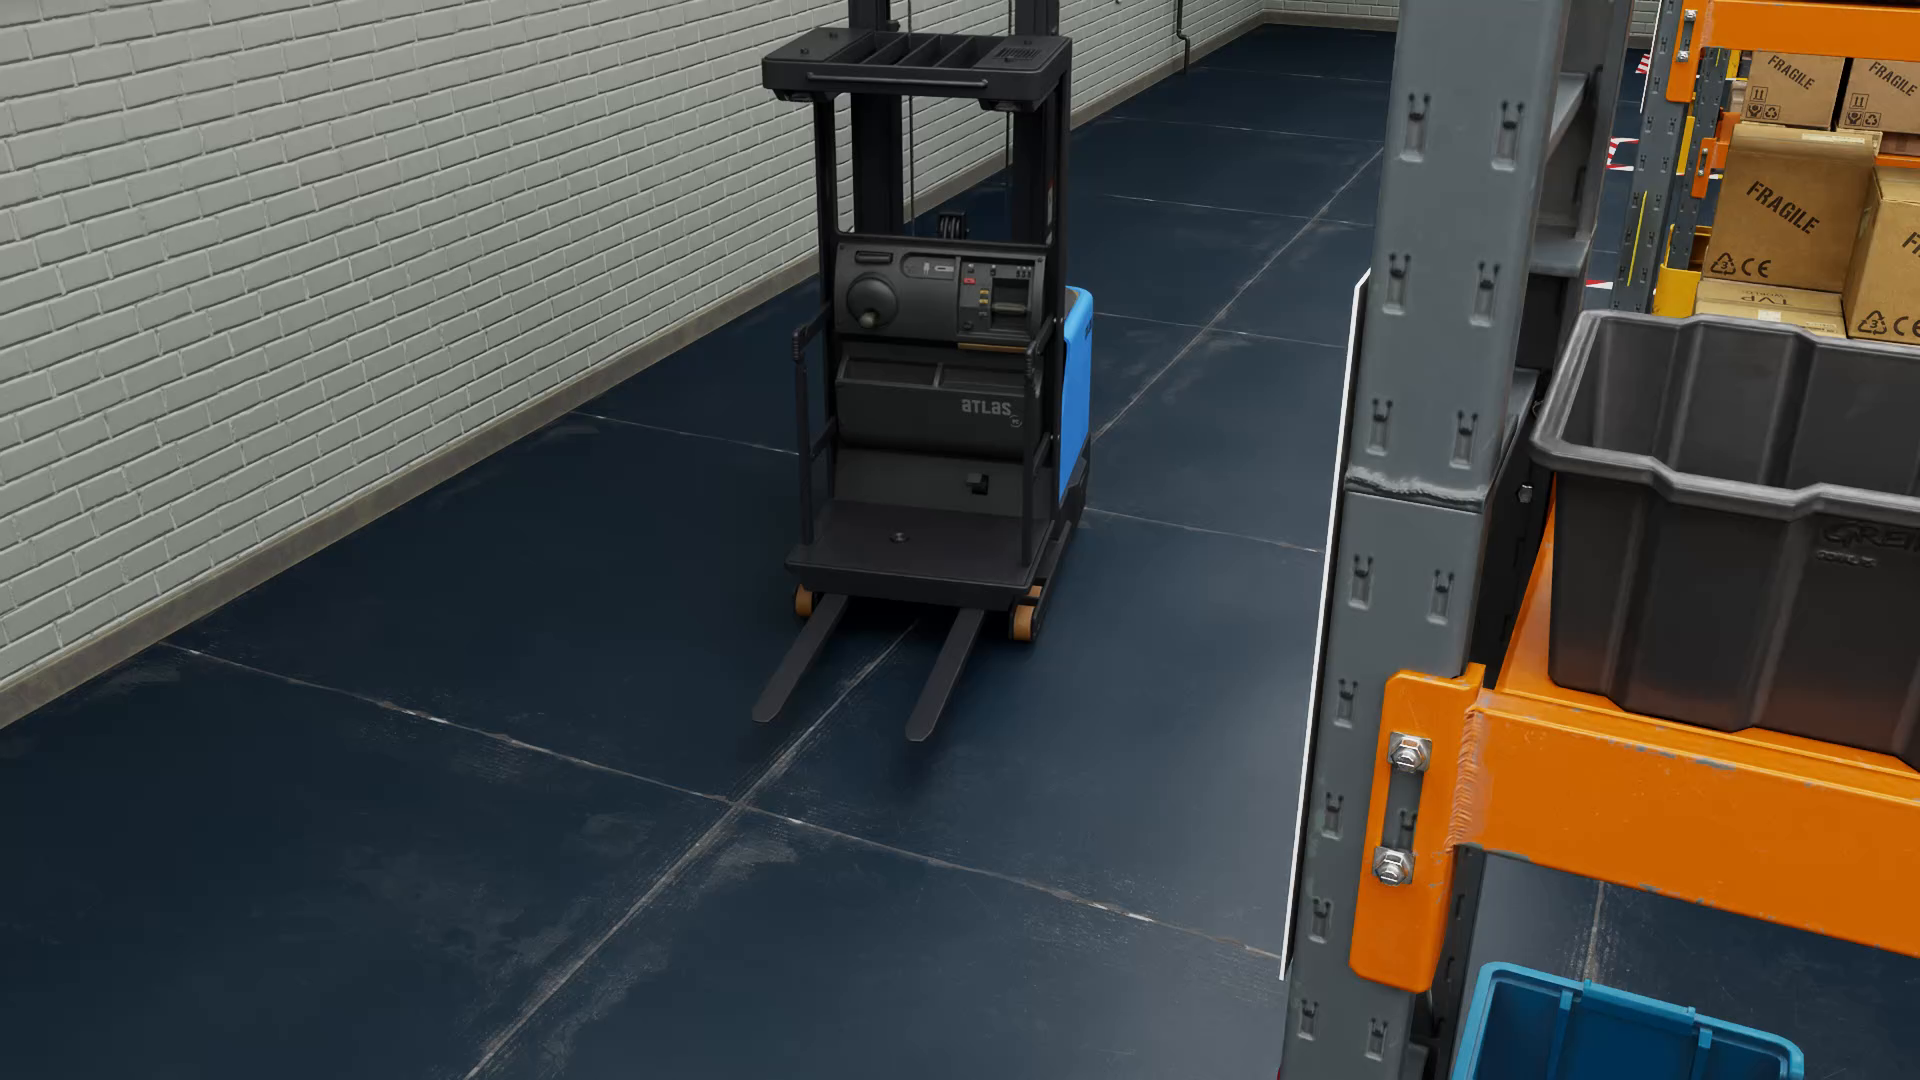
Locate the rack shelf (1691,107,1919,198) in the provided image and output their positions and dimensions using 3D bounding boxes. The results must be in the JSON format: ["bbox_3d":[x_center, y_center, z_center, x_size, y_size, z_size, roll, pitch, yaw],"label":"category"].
[{"bbox_3d":[6.638,-2.169,10.074,4.000,0.370,1.077,11,28,22],"label":"rack shelf"}]

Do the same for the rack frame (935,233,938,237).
[{"bbox_3d":[-0.154,-1.040,8.990,0.015,1.200,0.240,5,24,11],"label":"rack frame"}]

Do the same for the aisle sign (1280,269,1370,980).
[{"bbox_3d":[0.434,0.050,1.810,0.004,0.787,0.394,11,28,22],"label":"aisle sign"}]

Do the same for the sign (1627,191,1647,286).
[{"bbox_3d":[2.437,-1.083,5.985,0.005,0.325,0.100,11,28,22],"label":"sign"}]

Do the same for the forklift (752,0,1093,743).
[{"bbox_3d":[-0.136,-1.046,7.057,1.130,2.935,3.031,6,27,11],"label":"forklift"}]

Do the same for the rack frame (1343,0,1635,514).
[{"bbox_3d":[0.622,-1.582,1.275,0.127,3.000,1.000,11,28,22],"label":"rack frame"}]

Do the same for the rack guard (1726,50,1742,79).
[{"bbox_3d":[8.895,-5.727,19.317,0.348,0.500,1.175,11,28,22],"label":"rack guard"}]

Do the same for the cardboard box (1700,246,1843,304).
[{"bbox_3d":[3.223,-0.966,6.649,0.500,0.250,0.500,11,28,21],"label":"cardboard box"}]

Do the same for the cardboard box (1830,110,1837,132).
[{"bbox_3d":[5.677,-2.698,10.619,0.250,0.149,0.380,11,28,21],"label":"cardboard box"}]

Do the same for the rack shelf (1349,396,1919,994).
[{"bbox_3d":[2.443,0.453,1.353,4.000,0.370,1.077,11,28,22],"label":"rack shelf"}]

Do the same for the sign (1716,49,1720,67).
[{"bbox_3d":[4.593,-3.028,10.023,0.005,0.325,0.100,11,28,22],"label":"sign"}]

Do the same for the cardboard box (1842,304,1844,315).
[{"bbox_3d":[3.685,-0.873,6.460,0.500,0.250,0.500,11,28,21],"label":"cardboard box"}]

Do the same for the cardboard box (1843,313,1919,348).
[{"bbox_3d":[3.474,-0.659,6.026,0.500,0.250,0.500,11,28,21],"label":"cardboard box"}]

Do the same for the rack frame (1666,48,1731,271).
[{"bbox_3d":[4.818,-2.857,10.658,0.127,3.000,1.000,11,28,22],"label":"rack frame"}]

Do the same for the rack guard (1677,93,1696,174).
[{"bbox_3d":[6.753,-3.749,15.299,0.348,0.500,1.175,11,28,22],"label":"rack guard"}]

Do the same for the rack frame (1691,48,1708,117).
[{"bbox_3d":[6.775,-4.866,14.738,0.127,3.000,1.000,11,28,22],"label":"rack frame"}]

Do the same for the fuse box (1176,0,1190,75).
[{"bbox_3d":[2.634,-6.128,18.759,0.414,1.711,0.539,11,28,22],"label":"fuse box"}]

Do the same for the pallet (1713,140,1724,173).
[{"bbox_3d":[7.535,-3.500,15.121,1.213,0.211,1.003,11,28,22],"label":"pallet"}]

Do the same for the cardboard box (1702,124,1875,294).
[{"bbox_3d":[3.225,-1.301,6.480,0.500,0.500,0.500,12,29,22],"label":"cardboard box"}]

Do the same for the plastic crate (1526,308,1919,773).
[{"bbox_3d":[0.857,0.005,1.595,0.590,0.269,0.497,11,28,22],"label":"plastic crate"}]

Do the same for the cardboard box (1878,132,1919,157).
[{"bbox_3d":[5.741,-2.461,10.137,0.250,0.149,0.380,13,29,24],"label":"cardboard box"}]

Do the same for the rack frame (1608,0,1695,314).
[{"bbox_3d":[2.672,-0.882,6.645,0.127,3.000,1.000,11,28,22],"label":"rack frame"}]

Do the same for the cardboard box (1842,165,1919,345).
[{"bbox_3d":[3.453,-0.996,5.862,0.500,0.500,0.500,11,28,21],"label":"cardboard box"}]

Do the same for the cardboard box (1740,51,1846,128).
[{"bbox_3d":[5.112,-2.843,10.178,0.500,0.500,0.500,13,29,24],"label":"cardboard box"}]

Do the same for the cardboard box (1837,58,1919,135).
[{"bbox_3d":[5.610,-2.755,10.000,0.500,0.500,0.500,11,28,22],"label":"cardboard box"}]

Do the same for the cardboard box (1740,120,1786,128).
[{"bbox_3d":[4.977,-2.554,10.325,0.250,0.149,0.380,11,28,21],"label":"cardboard box"}]

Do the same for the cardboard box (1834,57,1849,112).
[{"bbox_3d":[5.800,-2.961,10.418,0.500,0.500,0.500,11,28,21],"label":"cardboard box"}]

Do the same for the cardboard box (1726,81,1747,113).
[{"bbox_3d":[7.417,-3.825,15.048,0.875,0.438,0.875,10,28,20],"label":"cardboard box"}]

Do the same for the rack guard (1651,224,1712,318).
[{"bbox_3d":[4.887,-1.722,11.182,0.348,0.500,1.175,11,28,22],"label":"rack guard"}]

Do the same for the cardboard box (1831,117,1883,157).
[{"bbox_3d":[5.448,-2.453,10.121,0.250,0.149,0.380,11,28,20],"label":"cardboard box"}]

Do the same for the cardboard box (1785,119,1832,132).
[{"bbox_3d":[5.226,-2.524,10.265,0.250,0.149,0.380,12,29,24],"label":"cardboard box"}]

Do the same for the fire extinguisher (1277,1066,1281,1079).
[{"bbox_3d":[0.673,1.102,3.126,0.183,0.674,0.296,11,28,22],"label":"fire extinguisher"}]

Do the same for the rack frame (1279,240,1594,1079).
[{"bbox_3d":[0.622,1.110,2.600,0.127,3.000,1.000,11,28,22],"label":"rack frame"}]

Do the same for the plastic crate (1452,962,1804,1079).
[{"bbox_3d":[1.004,1.053,2.607,0.499,0.435,0.616,11,28,22],"label":"plastic crate"}]

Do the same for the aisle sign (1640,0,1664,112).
[{"bbox_3d":[2.483,-1.940,5.852,0.004,0.787,0.394,11,28,22],"label":"aisle sign"}]

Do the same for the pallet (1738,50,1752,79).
[{"bbox_3d":[9.621,-5.452,19.086,1.213,0.211,1.003,11,28,22],"label":"pallet"}]

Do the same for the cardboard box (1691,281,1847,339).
[{"bbox_3d":[2.998,-0.751,6.213,0.500,0.250,0.500,11,28,20],"label":"cardboard box"}]

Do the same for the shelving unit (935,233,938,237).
[{"bbox_3d":[0.084,-1.018,8.944,0.503,1.200,0.258,5,24,11],"label":"shelving unit"}]

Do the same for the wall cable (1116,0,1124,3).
[{"bbox_3d":[1.632,-6.358,16.582,0.123,1.953,0.585,11,28,22],"label":"wall cable"}]

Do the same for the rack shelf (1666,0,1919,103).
[{"bbox_3d":[4.493,-1.539,5.398,4.000,0.370,1.077,11,28,22],"label":"rack shelf"}]

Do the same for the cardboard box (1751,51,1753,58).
[{"bbox_3d":[9.343,-5.781,18.947,0.637,0.503,0.797,10,28,20],"label":"cardboard box"}]
